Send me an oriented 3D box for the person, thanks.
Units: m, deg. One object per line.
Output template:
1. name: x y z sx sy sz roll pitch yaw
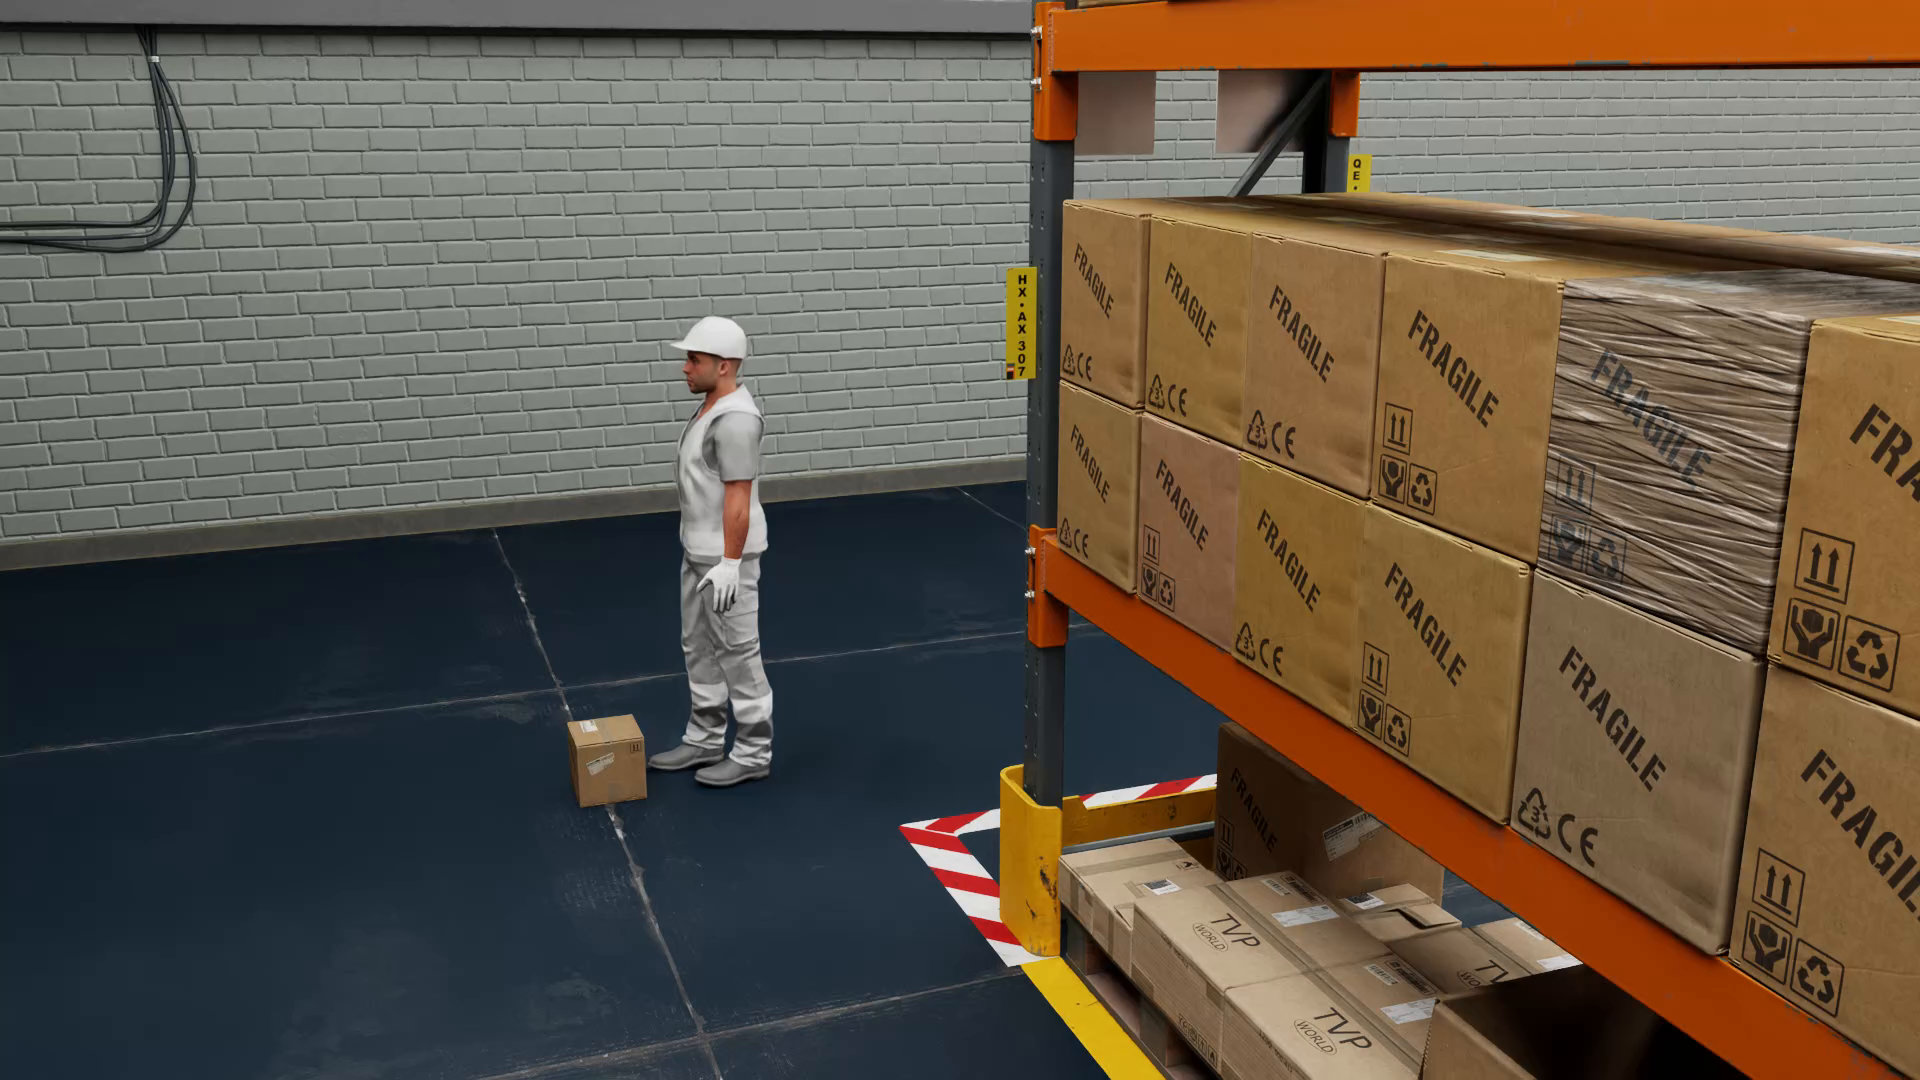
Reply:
1. person: -0.958 0.062 6.252 0.461 1.791 0.540 -5 16 -19
